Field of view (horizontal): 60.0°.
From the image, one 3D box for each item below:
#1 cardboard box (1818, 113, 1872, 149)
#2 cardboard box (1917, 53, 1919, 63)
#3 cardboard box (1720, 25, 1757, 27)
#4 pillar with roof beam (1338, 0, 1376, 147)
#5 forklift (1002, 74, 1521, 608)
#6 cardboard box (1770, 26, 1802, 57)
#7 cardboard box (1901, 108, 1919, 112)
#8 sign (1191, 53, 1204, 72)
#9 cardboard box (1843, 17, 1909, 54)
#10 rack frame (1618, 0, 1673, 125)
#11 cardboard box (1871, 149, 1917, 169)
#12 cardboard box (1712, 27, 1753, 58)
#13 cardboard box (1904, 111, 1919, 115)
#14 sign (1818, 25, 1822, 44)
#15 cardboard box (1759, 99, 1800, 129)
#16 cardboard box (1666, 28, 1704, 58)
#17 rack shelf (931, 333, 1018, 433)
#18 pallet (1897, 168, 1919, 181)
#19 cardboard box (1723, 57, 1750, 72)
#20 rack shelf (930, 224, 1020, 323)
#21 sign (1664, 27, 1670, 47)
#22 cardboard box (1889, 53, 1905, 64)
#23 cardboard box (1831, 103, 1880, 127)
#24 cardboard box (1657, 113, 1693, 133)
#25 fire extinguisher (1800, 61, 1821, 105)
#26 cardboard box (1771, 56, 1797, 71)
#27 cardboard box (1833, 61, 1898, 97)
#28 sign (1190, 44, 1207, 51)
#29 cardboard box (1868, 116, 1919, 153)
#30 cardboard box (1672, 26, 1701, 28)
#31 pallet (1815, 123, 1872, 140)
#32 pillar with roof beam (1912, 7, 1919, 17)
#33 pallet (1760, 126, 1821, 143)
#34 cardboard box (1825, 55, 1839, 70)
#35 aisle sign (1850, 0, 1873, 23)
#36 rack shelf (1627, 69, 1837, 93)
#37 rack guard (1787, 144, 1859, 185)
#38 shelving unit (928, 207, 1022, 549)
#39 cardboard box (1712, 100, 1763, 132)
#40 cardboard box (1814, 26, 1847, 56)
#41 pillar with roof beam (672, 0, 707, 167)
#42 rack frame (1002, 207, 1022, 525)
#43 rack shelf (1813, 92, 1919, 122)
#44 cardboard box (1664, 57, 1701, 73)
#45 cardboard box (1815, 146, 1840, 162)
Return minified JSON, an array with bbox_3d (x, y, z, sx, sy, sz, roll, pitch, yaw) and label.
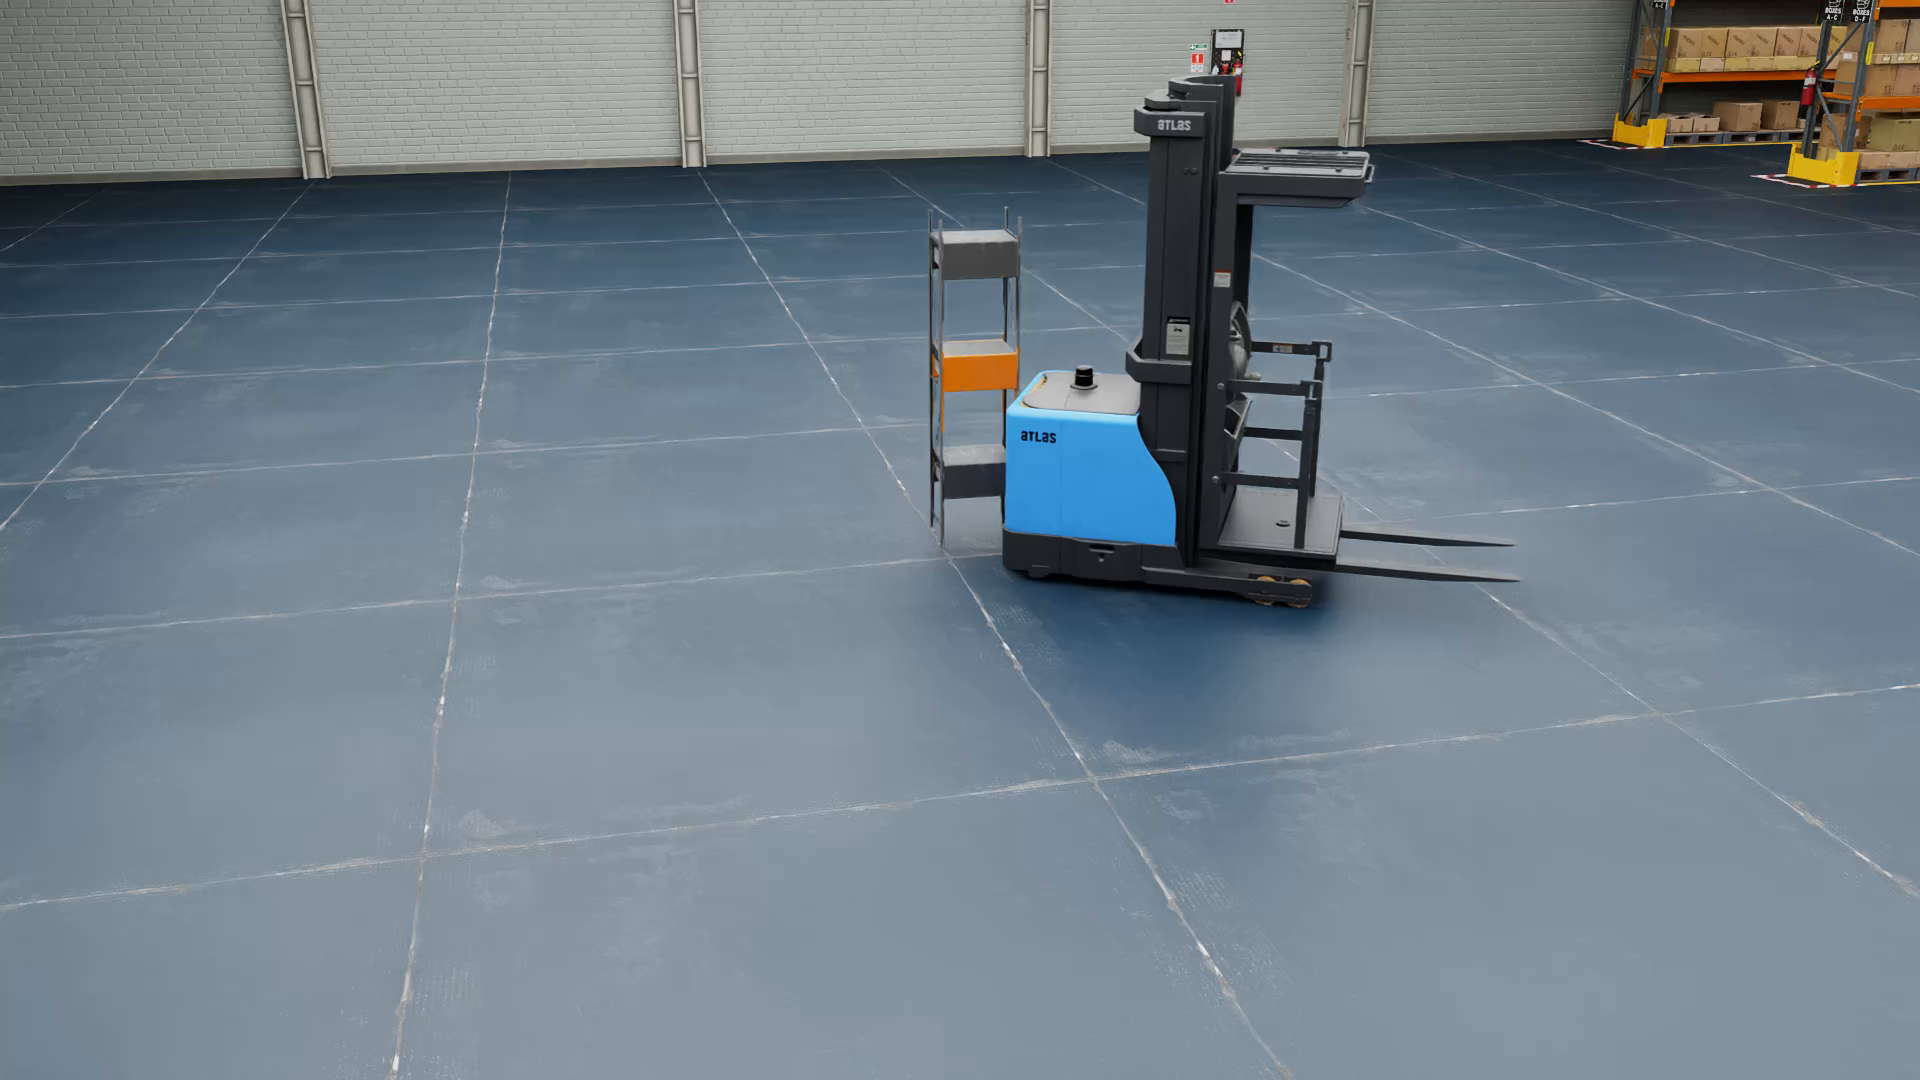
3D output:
[{"bbox_3d":[14.150,-6.537,26.595,0.500,0.500,0.500,-5,21,-12],"label":"cardboard box"},{"bbox_3d":[14.873,-7.507,25.859,0.250,0.149,0.380,-5,21,-13],"label":"cardboard box"},{"bbox_3d":[14.447,-9.312,30.975,0.500,0.500,0.500,-4,21,-12],"label":"cardboard box"},{"bbox_3d":[8.186,-10.040,25.140,0.400,9.000,9.100,-5,21,-12],"label":"pillar with roof beam"},{"bbox_3d":[1.835,-1.179,9.772,3.031,2.935,1.130,5,21,14],"label":"forklift"},{"bbox_3d":[15.079,-9.183,30.622,0.500,0.500,0.500,-5,21,-14],"label":"cardboard box"},{"bbox_3d":[18.155,-8.292,32.085,0.500,0.500,0.700,-4,21,-12],"label":"cardboard box"},{"bbox_3d":[4.220,-8.489,29.576,0.234,0.329,0.001,-5,21,-12],"label":"sign"},{"bbox_3d":[14.205,-7.829,25.795,0.500,0.500,0.700,-5,21,-12],"label":"cardboard box"},{"bbox_3d":[12.553,-8.794,30.461,0.127,3.000,1.000,-5,21,-12],"label":"rack frame"},{"bbox_3d":[14.755,-6.051,26.360,0.500,0.250,0.500,-5,21,-12],"label":"cardboard box"},{"bbox_3d":[14.074,-9.097,30.386,0.500,0.500,0.500,-5,21,-14],"label":"cardboard box"},{"bbox_3d":[15.606,-6.660,26.931,0.500,0.500,0.500,-5,21,-12],"label":"cardboard box"},{"bbox_3d":[13.585,-7.974,26.194,0.005,0.325,0.100,-5,21,-12],"label":"sign"},{"bbox_3d":[15.444,-8.048,31.419,0.500,0.500,0.500,-6,21,-17],"label":"cardboard box"},{"bbox_3d":[13.086,-9.022,30.183,0.500,0.500,0.500,-5,21,-12],"label":"cardboard box"},{"bbox_3d":[0.087,-0.998,10.525,0.480,0.518,0.431,-4,20,-10],"label":"rack shelf"},{"bbox_3d":[15.616,-5.997,26.879,1.213,0.211,1.003,-5,21,-12],"label":"pallet"},{"bbox_3d":[14.100,-8.750,30.528,0.500,0.250,0.500,-5,21,-13],"label":"cardboard box"},{"bbox_3d":[0.087,-1.655,10.284,0.480,0.518,0.431,-4,20,-10],"label":"rack shelf"},{"bbox_3d":[12.678,-9.019,29.816,0.005,0.325,0.100,-5,21,-12],"label":"sign"},{"bbox_3d":[14.384,-7.469,25.754,0.250,0.149,0.380,-5,21,-14],"label":"cardboard box"},{"bbox_3d":[17.158,-8.207,31.854,0.500,0.500,0.700,-4,20,-11],"label":"cardboard box"},{"bbox_3d":[13.247,-7.763,30.915,0.500,0.311,0.500,-7,21,-19],"label":"cardboard box"},{"bbox_3d":[13.474,-7.246,26.347,0.183,0.674,0.296,-5,21,-12],"label":"fire extinguisher"},{"bbox_3d":[15.081,-8.829,30.745,0.500,0.250,0.500,-5,21,-13],"label":"cardboard box"},{"bbox_3d":[14.153,-7.216,26.007,0.500,0.500,0.700,-5,21,-12],"label":"cardboard box"},{"bbox_3d":[4.227,-8.735,29.477,0.331,0.109,0.001,-5,21,-12],"label":"sign"},{"bbox_3d":[14.755,-6.403,26.229,0.500,0.500,0.500,-5,21,-12],"label":"cardboard box"},{"bbox_3d":[13.455,-9.230,30.750,0.500,0.500,0.500,-4,21,-12],"label":"cardboard box"},{"bbox_3d":[17.203,-7.864,31.974,1.213,0.211,1.003,-5,21,-12],"label":"pallet"},{"bbox_3d":[19.864,-10.990,27.733,0.400,9.000,9.100,-5,21,-12],"label":"pillar with roof beam"},{"bbox_3d":[15.800,-7.736,31.627,1.213,0.211,1.003,-5,21,-12],"label":"pallet"},{"bbox_3d":[16.054,-8.911,30.968,0.500,0.250,0.500,-5,21,-12],"label":"cardboard box"},{"bbox_3d":[13.703,-8.249,25.194,0.004,0.787,0.394,-5,21,-12],"label":"aisle sign"},{"bbox_3d":[14.499,-8.615,31.017,4.000,0.370,1.077,-5,21,-12],"label":"rack shelf"},{"bbox_3d":[13.673,-5.961,26.360,0.348,0.500,1.175,-5,21,-12],"label":"rack guard"},{"bbox_3d":[0.087,-1.010,10.520,0.503,2.100,0.431,-4,20,-10],"label":"shelving unit"},{"bbox_3d":[14.527,-7.938,31.118,0.500,0.500,0.700,-6,21,-16],"label":"cardboard box"},{"bbox_3d":[16.056,-9.261,30.834,0.500,0.500,0.500,-5,21,-13],"label":"cardboard box"},{"bbox_3d":[-3.492,-9.090,22.548,0.400,9.000,9.100,-5,21,-12],"label":"pillar with roof beam"},{"bbox_3d":[0.326,-1.027,10.564,0.015,2.100,0.400,-4,20,-10],"label":"rack frame"},{"bbox_3d":[15.642,-6.957,26.491,4.000,0.370,1.077,-5,21,-12],"label":"rack shelf"},{"bbox_3d":[13.101,-8.665,30.299,0.500,0.250,0.500,-5,21,-14],"label":"cardboard box"},{"bbox_3d":[14.150,-6.184,26.722,0.500,0.250,0.500,-5,21,-12],"label":"cardboard box"}]
